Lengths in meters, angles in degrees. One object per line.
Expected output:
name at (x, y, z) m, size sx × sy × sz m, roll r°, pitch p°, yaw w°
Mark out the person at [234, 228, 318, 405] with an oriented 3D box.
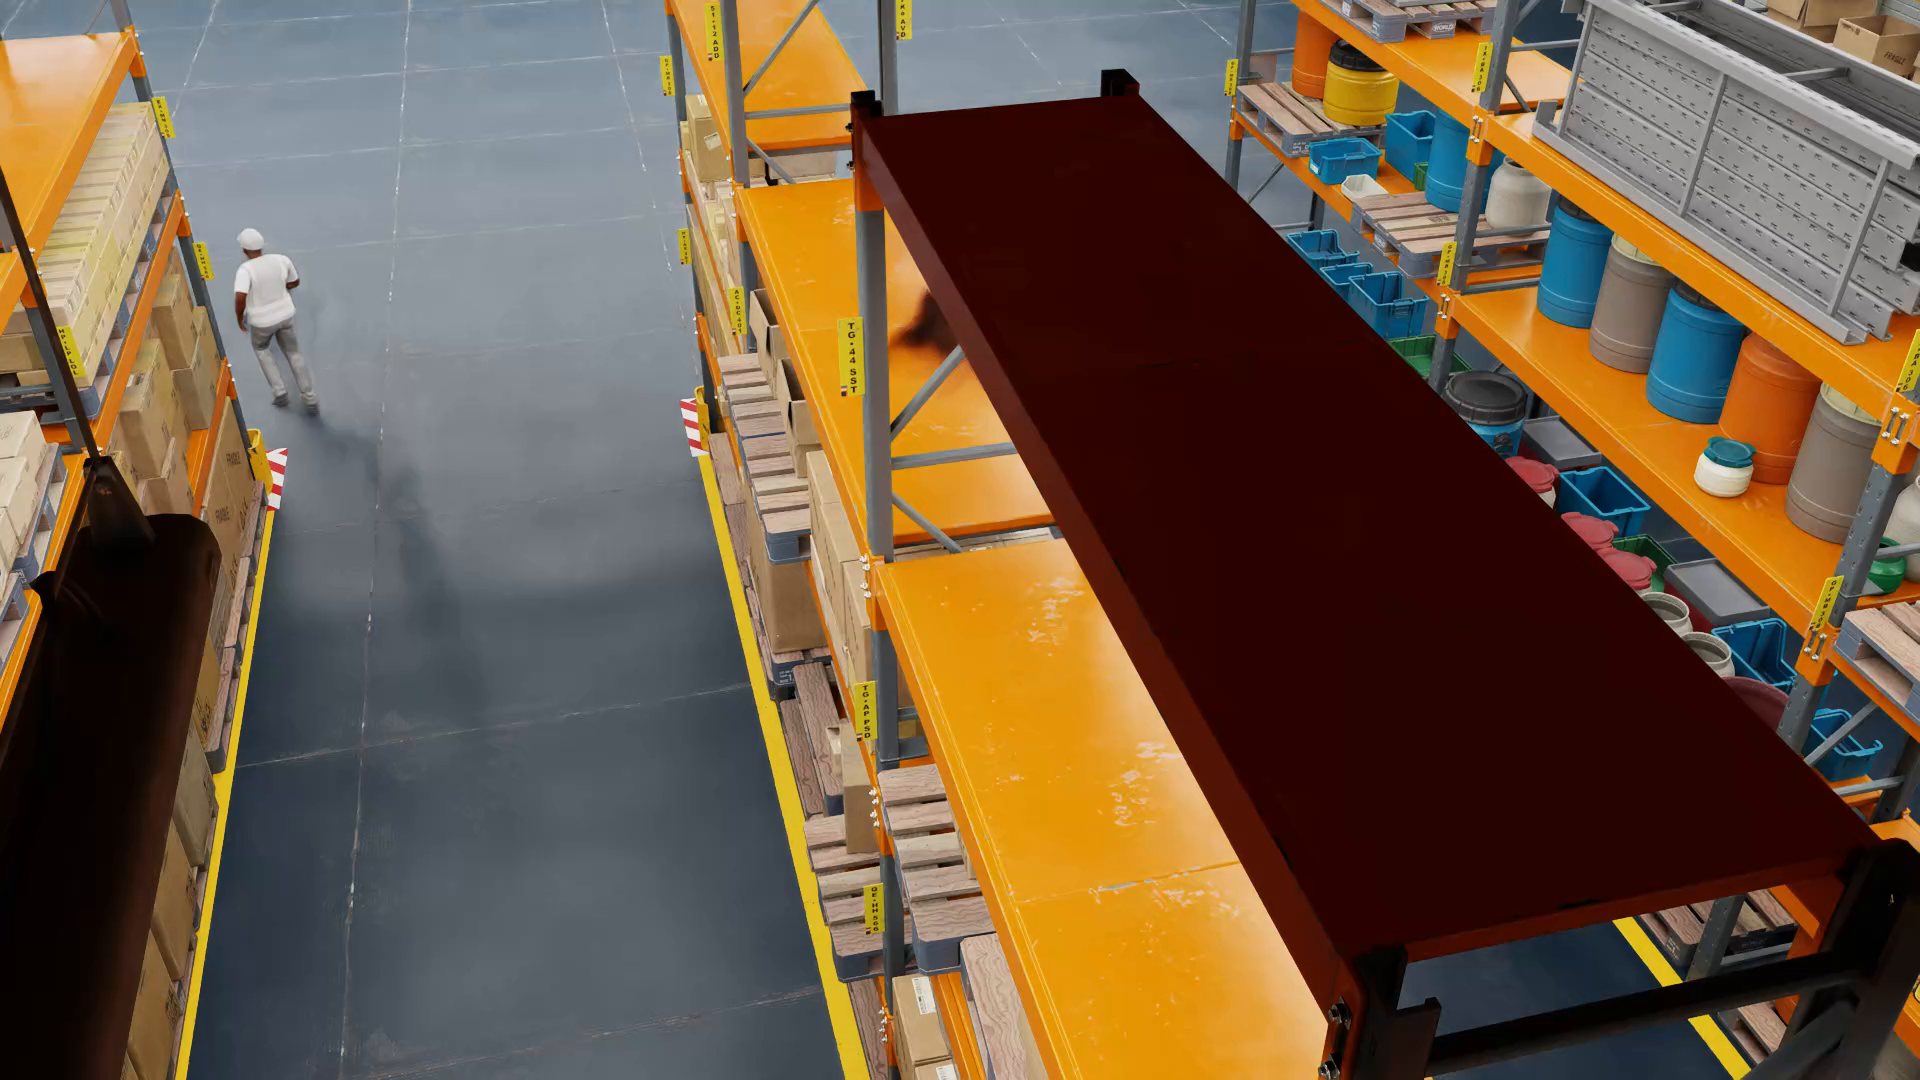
person at (-6.451, -2.044, 15.555) m, size 0.736 × 1.831 × 0.722 m, roll 29°, pitch 44°, yaw 36°
